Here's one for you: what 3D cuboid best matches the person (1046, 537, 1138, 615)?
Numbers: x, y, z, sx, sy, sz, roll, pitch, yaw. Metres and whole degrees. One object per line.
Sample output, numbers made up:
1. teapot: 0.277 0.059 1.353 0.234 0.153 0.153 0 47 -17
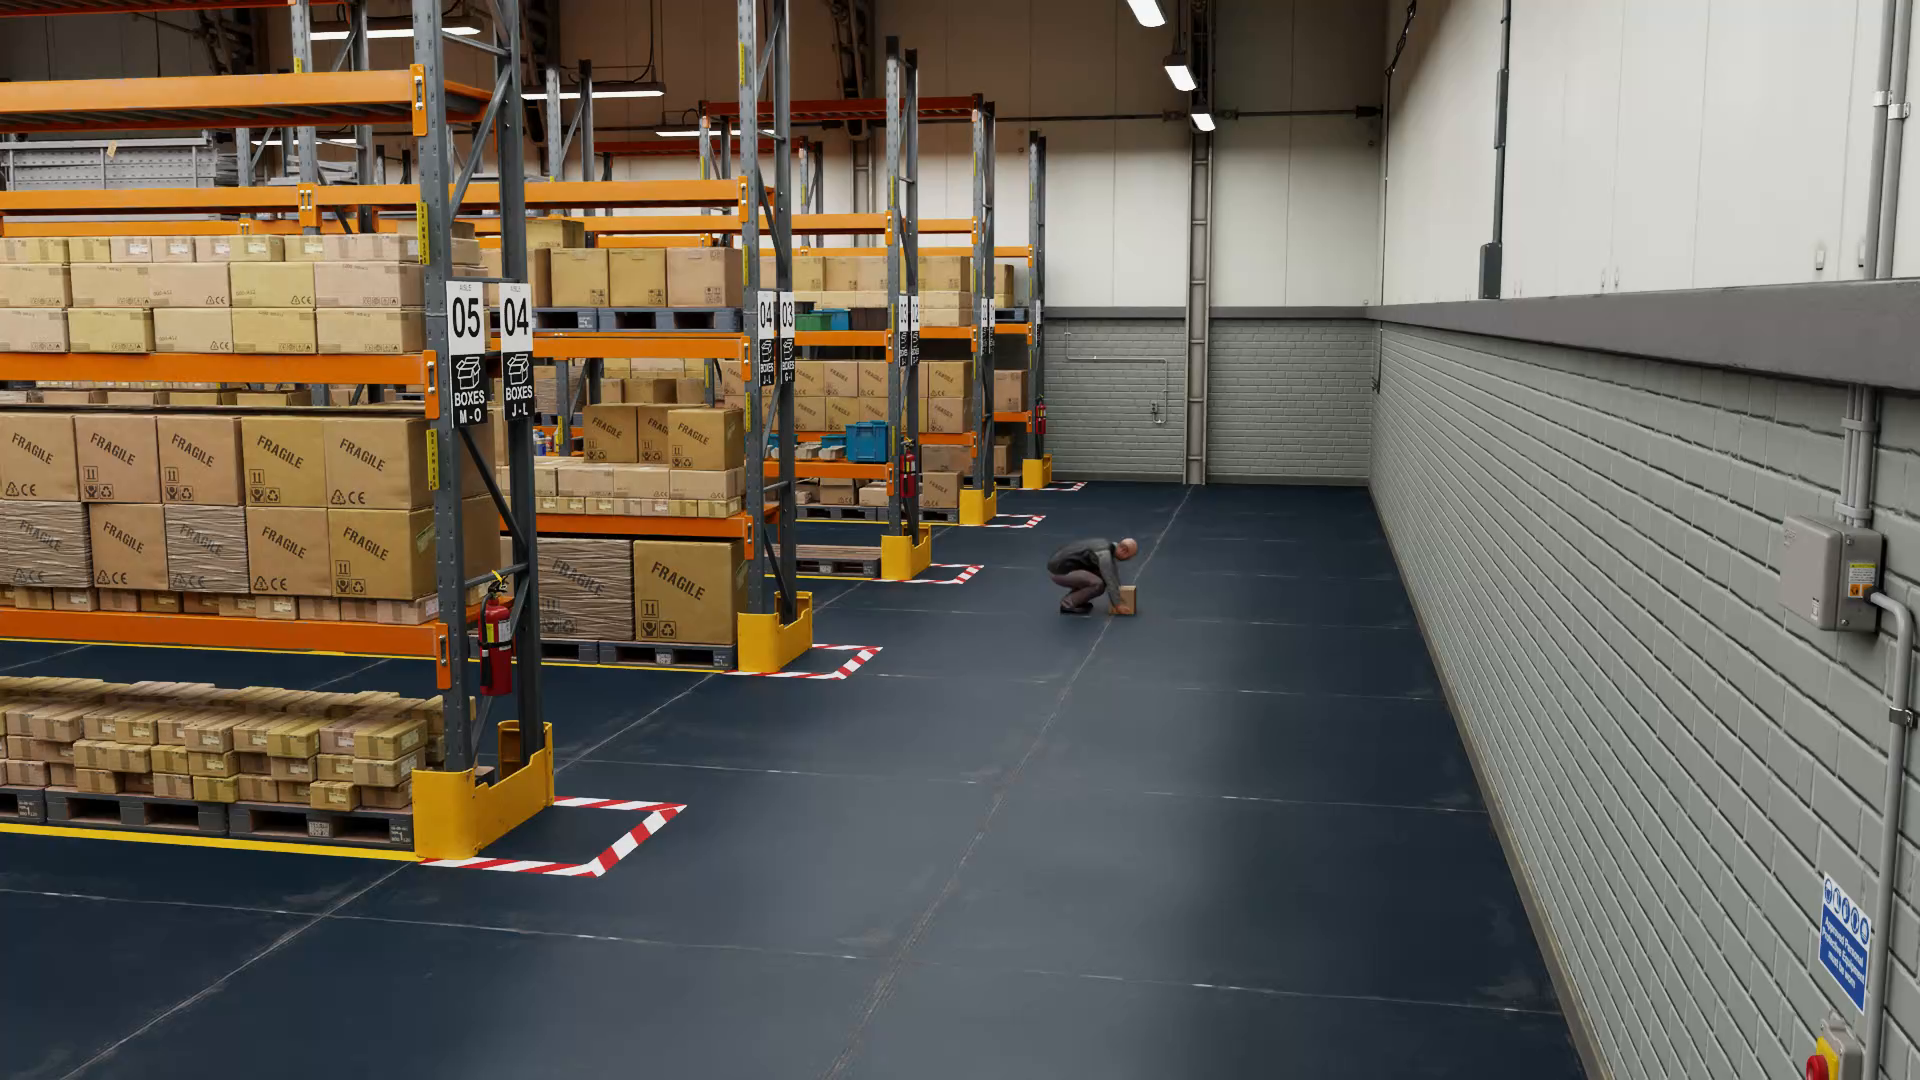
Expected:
1. person: 1.346 0.387 16.932 0.917 0.826 0.521 1 8 10
